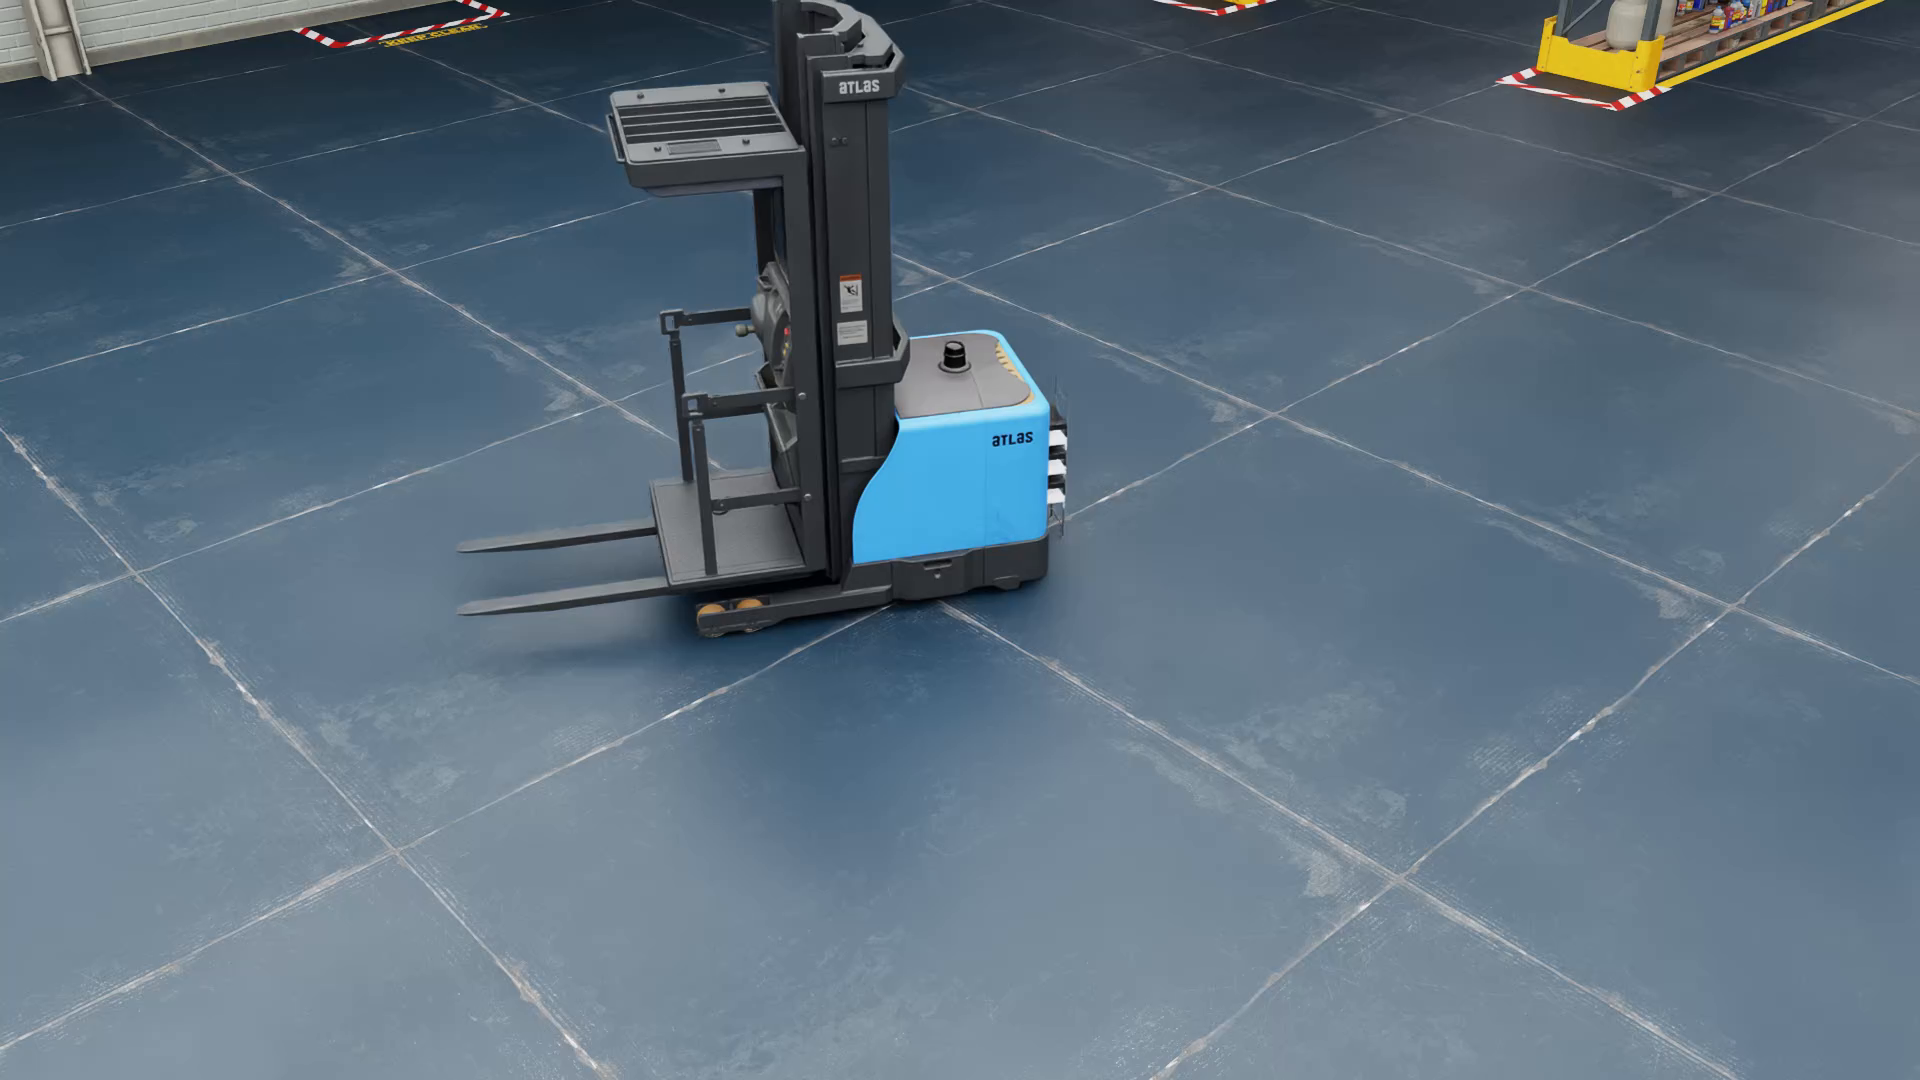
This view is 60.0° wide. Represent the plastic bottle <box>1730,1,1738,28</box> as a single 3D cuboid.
[{"bbox_3d":[8.235,-5.617,17.754,0.097,0.271,0.097,0,31,0],"label":"plastic bottle"}]

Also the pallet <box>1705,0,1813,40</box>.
[{"bbox_3d":[8.855,-5.954,18.785,1.213,0.211,1.003,-26,40,-35],"label":"pallet"}]

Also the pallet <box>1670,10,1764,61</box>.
[{"bbox_3d":[7.960,-5.520,18.074,1.213,0.211,1.003,-26,40,-35],"label":"pallet"}]

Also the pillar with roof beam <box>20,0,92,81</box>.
[{"bbox_3d":[-6.241,-6.973,12.027,0.400,9.000,9.100,-26,40,-35],"label":"pillar with roof beam"}]

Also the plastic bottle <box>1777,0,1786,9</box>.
[{"bbox_3d":[9.099,-6.085,18.444,0.185,0.351,0.144,-27,41,-37],"label":"plastic bottle"}]

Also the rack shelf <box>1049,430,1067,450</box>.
[{"bbox_3d":[0.447,-0.566,9.032,0.200,0.077,0.258,-8,32,-12],"label":"rack shelf"}]

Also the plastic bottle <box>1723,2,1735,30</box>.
[{"bbox_3d":[8.162,-5.574,17.672,0.133,0.283,0.061,-25,39,-35],"label":"plastic bottle"}]

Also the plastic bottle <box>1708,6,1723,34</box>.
[{"bbox_3d":[7.984,-5.495,17.555,0.097,0.271,0.097,0,31,0],"label":"plastic bottle"}]

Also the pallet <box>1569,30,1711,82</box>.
[{"bbox_3d":[7.065,-5.089,17.370,1.213,0.211,1.003,-26,40,-35],"label":"pallet"}]

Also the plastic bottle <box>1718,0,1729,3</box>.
[{"bbox_3d":[8.599,-6.241,18.699,0.185,0.351,0.144,-26,40,-35],"label":"plastic bottle"}]

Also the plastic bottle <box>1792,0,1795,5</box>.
[{"bbox_3d":[9.321,-6.112,18.631,0.097,0.201,0.097,0,31,0],"label":"plastic bottle"}]

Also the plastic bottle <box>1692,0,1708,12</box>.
[{"bbox_3d":[8.170,-5.999,18.374,0.135,0.276,0.152,-26,40,-35],"label":"plastic bottle"}]

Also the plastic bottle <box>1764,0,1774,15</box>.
[{"bbox_3d":[8.867,-5.915,18.230,0.133,0.283,0.061,-23,38,-32],"label":"plastic bottle"}]

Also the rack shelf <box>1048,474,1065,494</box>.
[{"bbox_3d":[0.447,-0.336,9.173,0.200,0.077,0.258,-8,32,-12],"label":"rack shelf"}]

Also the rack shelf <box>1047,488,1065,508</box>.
[{"bbox_3d":[0.447,-0.259,9.220,0.200,0.077,0.258,-8,32,-12],"label":"rack shelf"}]

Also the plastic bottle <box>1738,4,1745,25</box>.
[{"bbox_3d":[8.381,-5.658,17.887,0.097,0.201,0.097,0,31,0],"label":"plastic bottle"}]

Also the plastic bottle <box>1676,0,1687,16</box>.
[{"bbox_3d":[7.895,-5.848,18.198,0.097,0.201,0.097,0,31,0],"label":"plastic bottle"}]

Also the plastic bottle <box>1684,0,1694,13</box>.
[{"bbox_3d":[8.029,-5.918,18.314,0.097,0.201,0.097,0,31,0],"label":"plastic bottle"}]

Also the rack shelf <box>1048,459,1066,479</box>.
[{"bbox_3d":[0.447,-0.413,9.126,0.200,0.077,0.258,-8,32,-12],"label":"rack shelf"}]

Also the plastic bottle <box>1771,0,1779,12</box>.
[{"bbox_3d":[8.958,-6.017,18.333,0.144,0.351,0.185,27,40,37],"label":"plastic bottle"}]

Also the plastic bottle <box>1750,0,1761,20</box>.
[{"bbox_3d":[8.600,-5.815,18.073,0.135,0.276,0.152,-25,39,-35],"label":"plastic bottle"}]

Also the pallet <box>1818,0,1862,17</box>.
[{"bbox_3d":[9.925,-6.470,19.629,1.213,0.211,1.003,-26,40,-35],"label":"pallet"}]

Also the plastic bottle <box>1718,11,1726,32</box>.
[{"bbox_3d":[8.060,-5.502,17.633,0.097,0.201,0.097,0,31,0],"label":"plastic bottle"}]

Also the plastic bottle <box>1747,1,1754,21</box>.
[{"bbox_3d":[8.532,-5.730,18.007,0.097,0.201,0.097,0,31,0],"label":"plastic bottle"}]

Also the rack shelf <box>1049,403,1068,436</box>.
[{"bbox_3d":[0.447,-0.643,8.985,0.200,0.077,0.258,-8,32,-12],"label":"rack shelf"}]

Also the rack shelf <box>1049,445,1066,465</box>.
[{"bbox_3d":[0.447,-0.490,9.079,0.200,0.077,0.258,-8,32,-12],"label":"rack shelf"}]

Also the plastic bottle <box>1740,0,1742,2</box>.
[{"bbox_3d":[8.527,-5.858,18.137,0.133,0.283,0.061,-26,40,-35],"label":"plastic bottle"}]

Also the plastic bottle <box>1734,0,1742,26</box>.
[{"bbox_3d":[8.308,-5.652,17.812,0.097,0.271,0.097,0,31,0],"label":"plastic bottle"}]

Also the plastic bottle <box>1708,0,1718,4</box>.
[{"bbox_3d":[8.477,-6.165,18.650,0.097,0.271,0.097,0,31,0],"label":"plastic bottle"}]

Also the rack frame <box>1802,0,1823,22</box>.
[{"bbox_3d":[9.375,-7.366,18.421,0.127,3.000,1.000,-26,40,-35],"label":"rack frame"}]

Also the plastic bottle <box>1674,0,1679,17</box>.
[{"bbox_3d":[7.767,-5.834,18.097,0.133,0.283,0.061,-26,40,-35],"label":"plastic bottle"}]

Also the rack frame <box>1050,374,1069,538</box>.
[{"bbox_3d":[0.545,-0.455,9.131,0.006,0.900,0.240,-8,32,-12],"label":"rack frame"}]

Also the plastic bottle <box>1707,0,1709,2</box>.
[{"bbox_3d":[8.363,-6.229,18.680,0.144,0.351,0.185,27,41,37],"label":"plastic bottle"}]

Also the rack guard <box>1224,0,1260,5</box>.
[{"bbox_3d":[3.060,-6.769,19.840,0.348,0.500,1.175,-26,40,-35],"label":"rack guard"}]

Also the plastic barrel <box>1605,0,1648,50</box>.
[{"bbox_3d":[6.873,-5.328,17.070,0.421,0.512,0.421,0,31,0],"label":"plastic barrel"}]

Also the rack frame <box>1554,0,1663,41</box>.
[{"bbox_3d":[6.442,-5.948,16.101,0.127,3.000,1.000,-26,40,-35],"label":"rack frame"}]

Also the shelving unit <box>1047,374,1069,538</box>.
[{"bbox_3d":[0.447,-0.441,9.109,0.210,0.900,0.258,-8,32,-12],"label":"shelving unit"}]

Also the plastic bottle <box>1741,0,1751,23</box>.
[{"bbox_3d":[8.457,-5.724,17.929,0.097,0.271,0.097,0,31,0],"label":"plastic bottle"}]

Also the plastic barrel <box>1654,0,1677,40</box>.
[{"bbox_3d":[7.241,-5.506,17.361,0.421,0.512,0.421,0,31,0],"label":"plastic barrel"}]

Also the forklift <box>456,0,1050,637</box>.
[{"bbox_3d":[-1.107,-1.061,8.176,3.031,2.935,1.130,-8,32,-12],"label":"forklift"}]

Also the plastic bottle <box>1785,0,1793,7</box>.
[{"bbox_3d":[9.247,-6.098,18.530,0.133,0.283,0.061,-24,39,-33],"label":"plastic bottle"}]

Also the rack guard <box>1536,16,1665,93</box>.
[{"bbox_3d":[6.466,-4.926,16.827,0.348,0.500,1.175,-26,40,-35],"label":"rack guard"}]

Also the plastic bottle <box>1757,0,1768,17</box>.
[{"bbox_3d":[8.722,-5.903,18.145,0.185,0.351,0.144,-26,40,-36],"label":"plastic bottle"}]
